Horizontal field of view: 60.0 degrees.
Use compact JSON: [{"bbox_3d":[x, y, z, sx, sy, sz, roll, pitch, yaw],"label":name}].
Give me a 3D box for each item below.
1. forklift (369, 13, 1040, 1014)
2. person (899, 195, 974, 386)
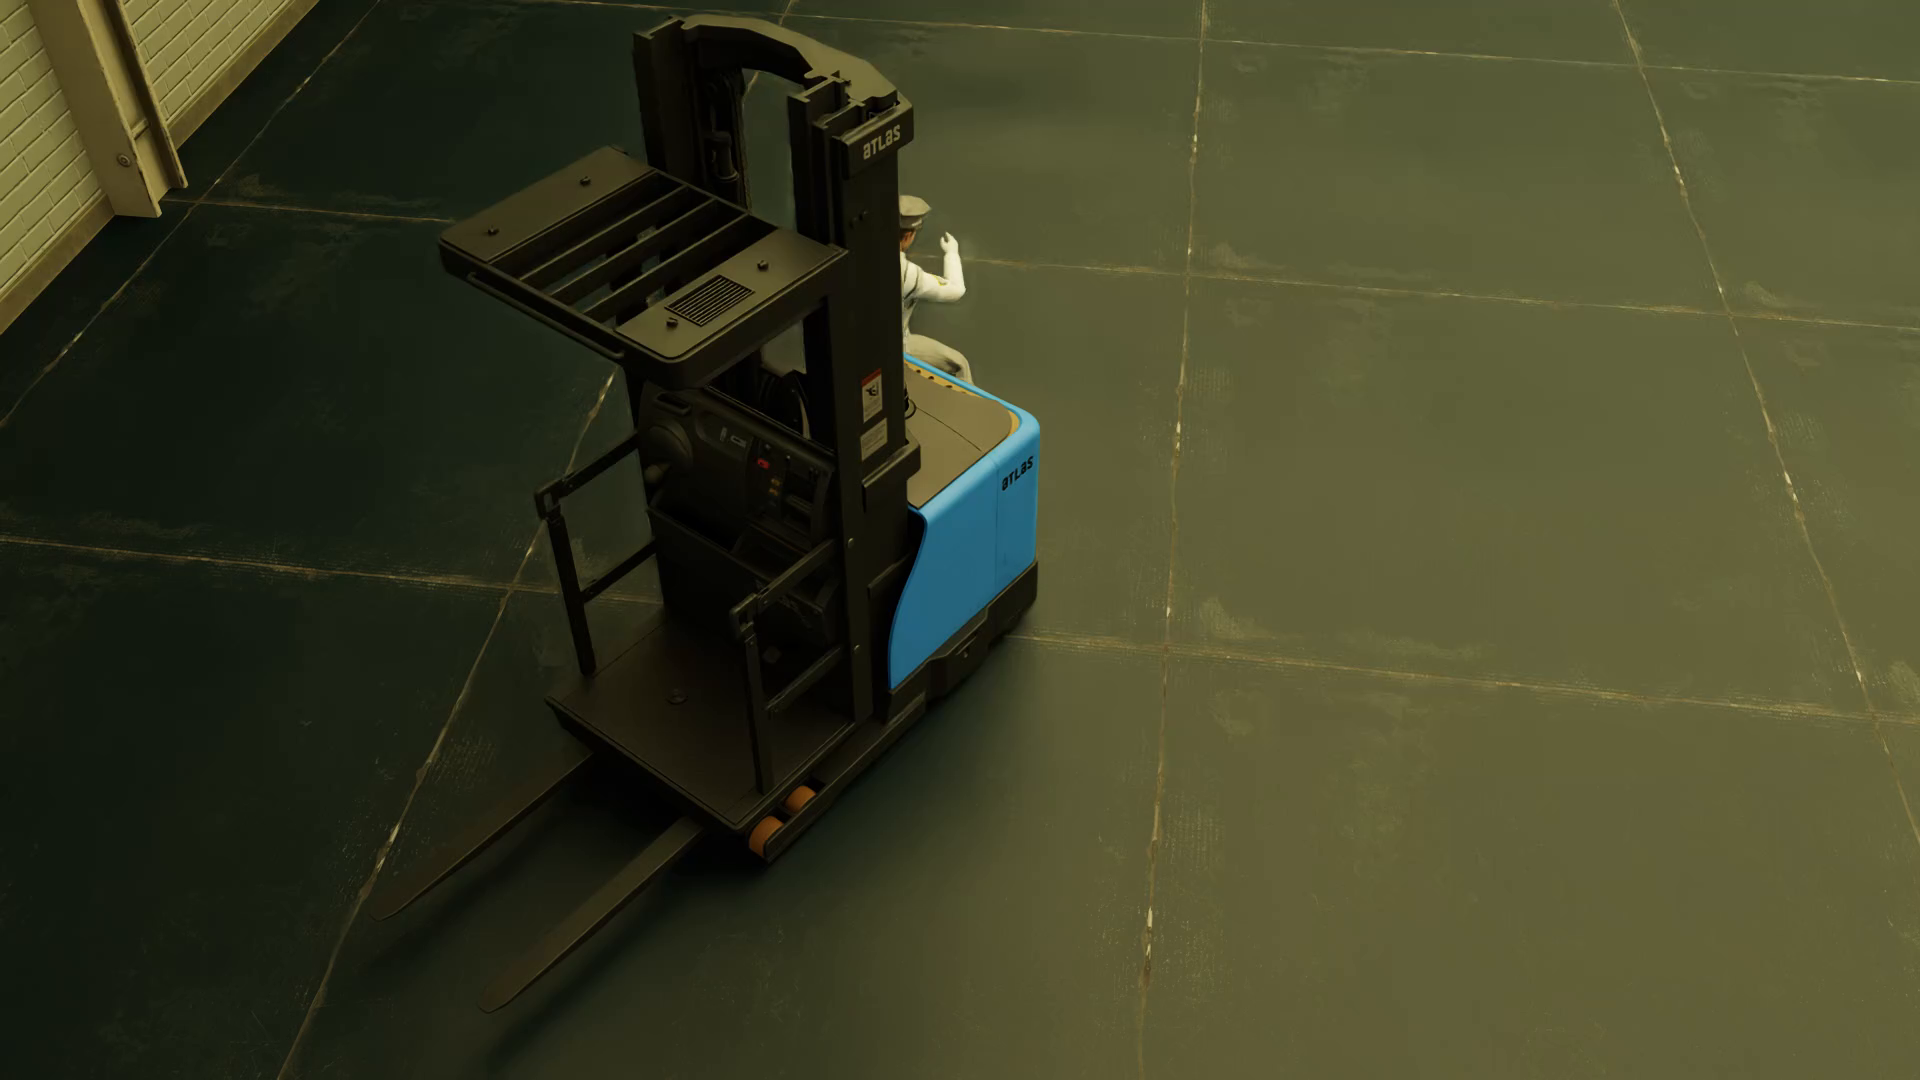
[{"bbox_3d":[-0.961,-0.213,5.956,1.130,2.935,3.031,28,50,27],"label":"forklift"},{"bbox_3d":[-0.278,-1.079,8.009,0.921,1.415,0.721,18,46,19],"label":"person"}]
